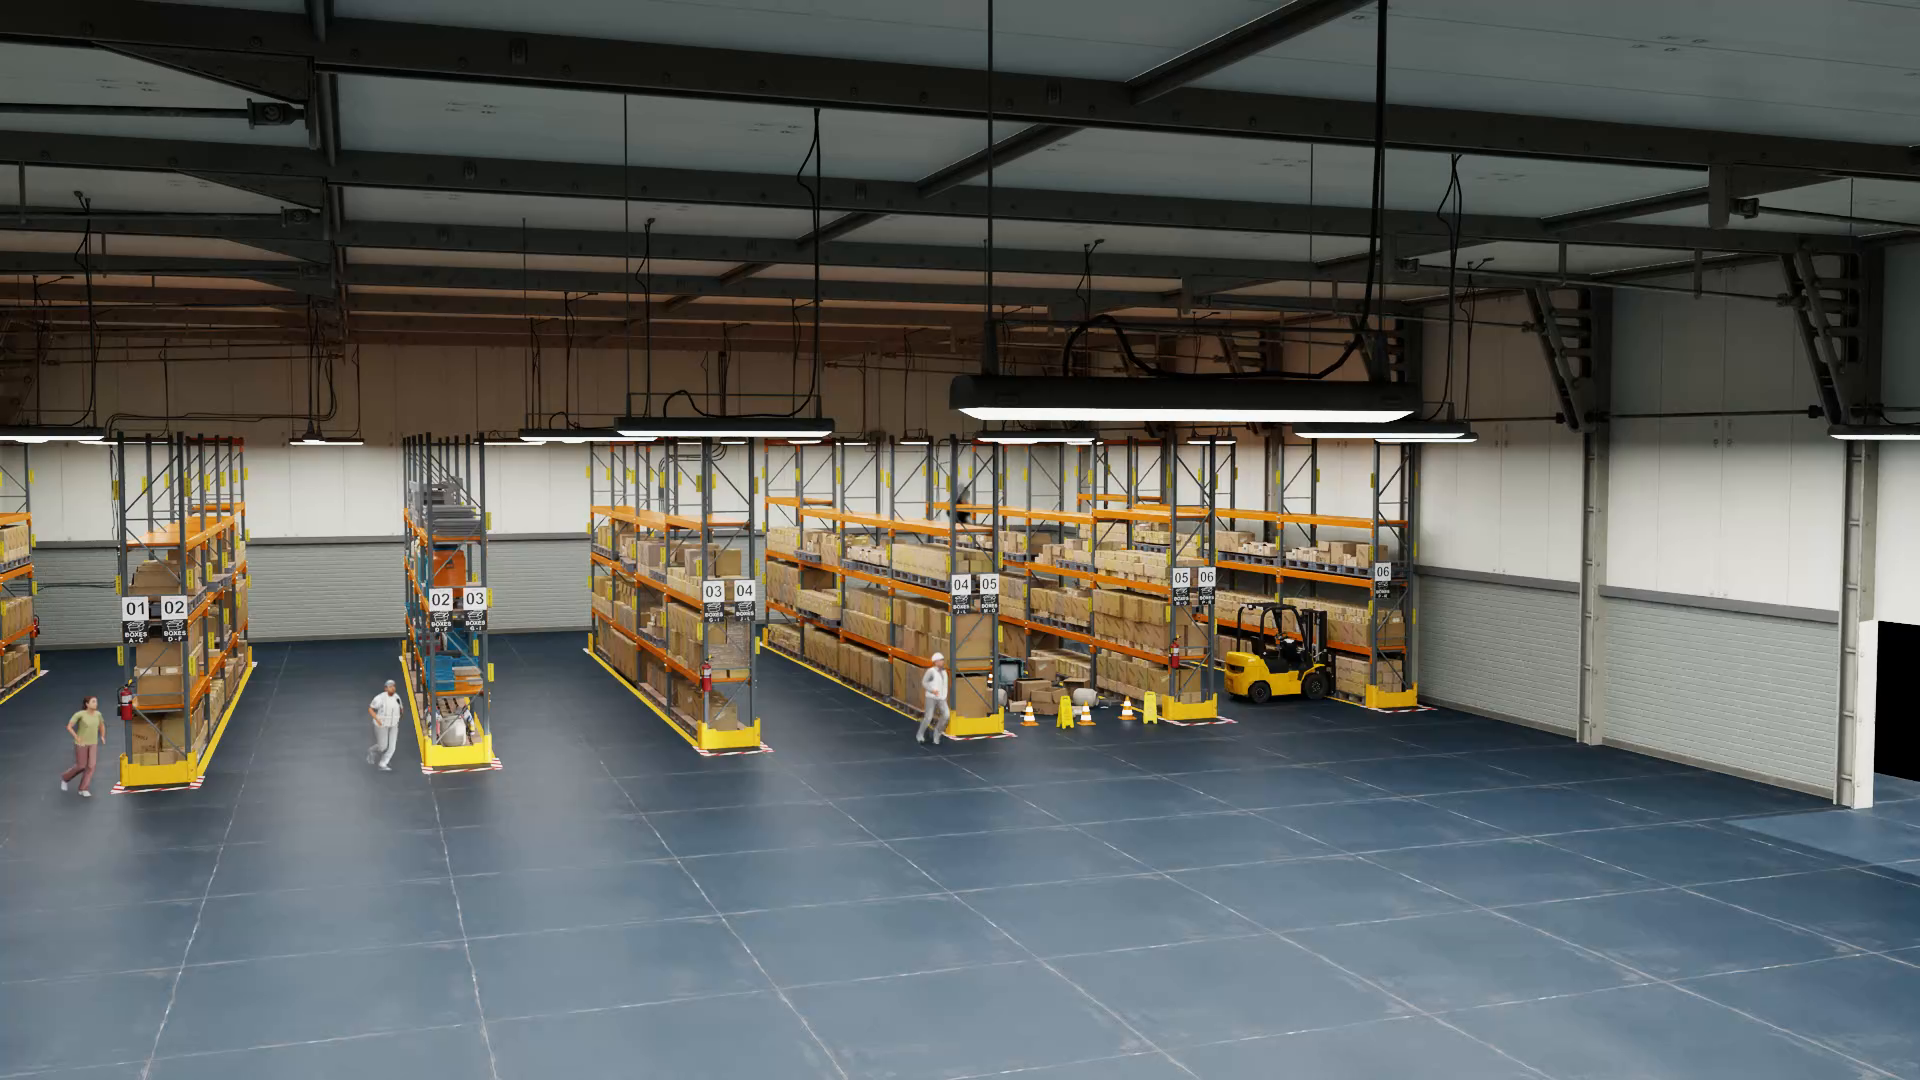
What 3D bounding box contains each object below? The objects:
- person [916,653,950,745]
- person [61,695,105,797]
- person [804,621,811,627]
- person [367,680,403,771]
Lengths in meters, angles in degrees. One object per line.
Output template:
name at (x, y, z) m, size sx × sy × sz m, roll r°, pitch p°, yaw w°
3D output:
person at (-0.441, 3.075, 32.241) m, size 0.715 × 1.775 × 0.667 m, roll -2°, pitch 4°, yaw -38°
person at (-14.469, 3.380, 27.560) m, size 0.691 × 1.627 × 0.645 m, roll 2°, pitch 4°, yaw 31°
person at (-4.641, 2.190, 49.856) m, size 0.486 × 1.563 × 0.547 m, roll -1°, pitch 3°, yaw -17°
person at (-10.186, 3.291, 29.573) m, size 0.547 × 1.593 × 0.601 m, roll 3°, pitch 4°, yaw 44°
